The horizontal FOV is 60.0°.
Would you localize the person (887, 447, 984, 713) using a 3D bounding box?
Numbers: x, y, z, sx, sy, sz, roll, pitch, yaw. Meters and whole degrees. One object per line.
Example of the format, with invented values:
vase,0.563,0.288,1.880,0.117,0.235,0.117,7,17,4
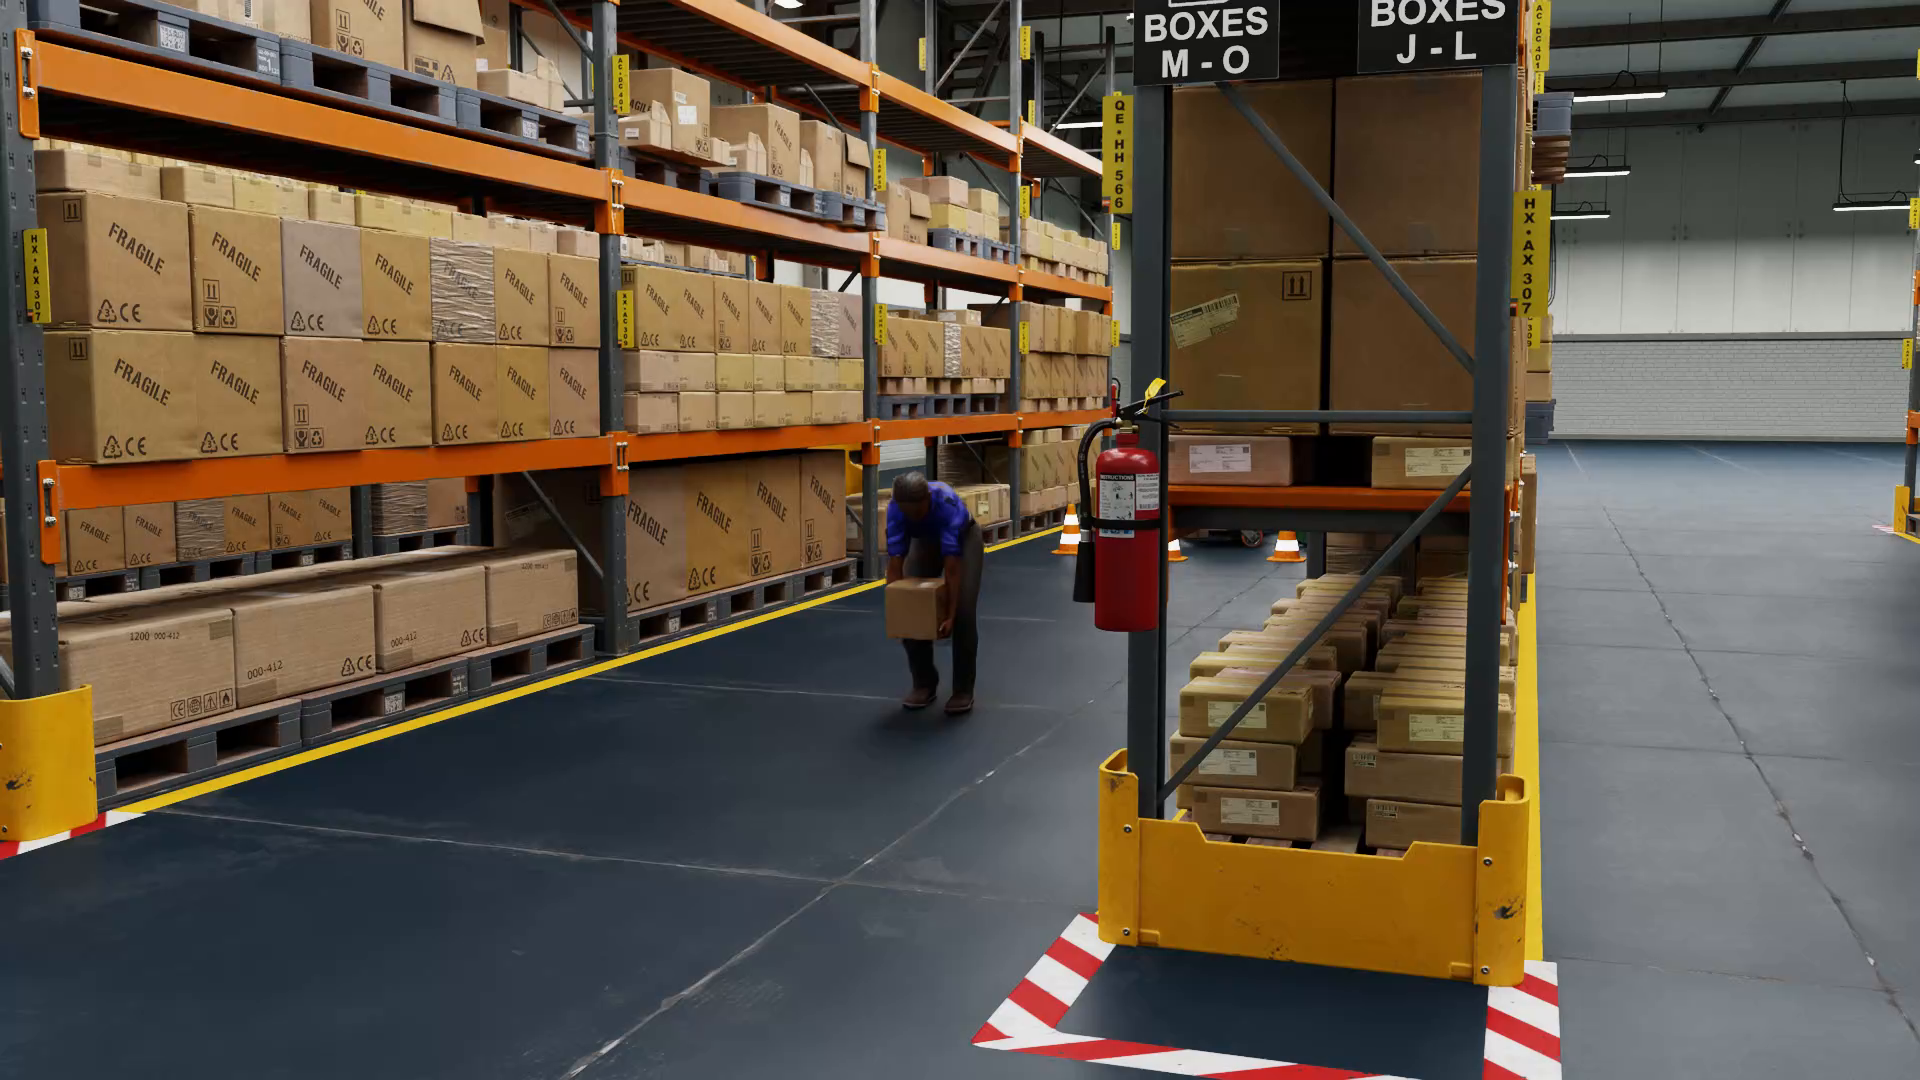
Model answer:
person,-0.136,0.194,8.077,0.411,1.316,0.797,2,6,17
